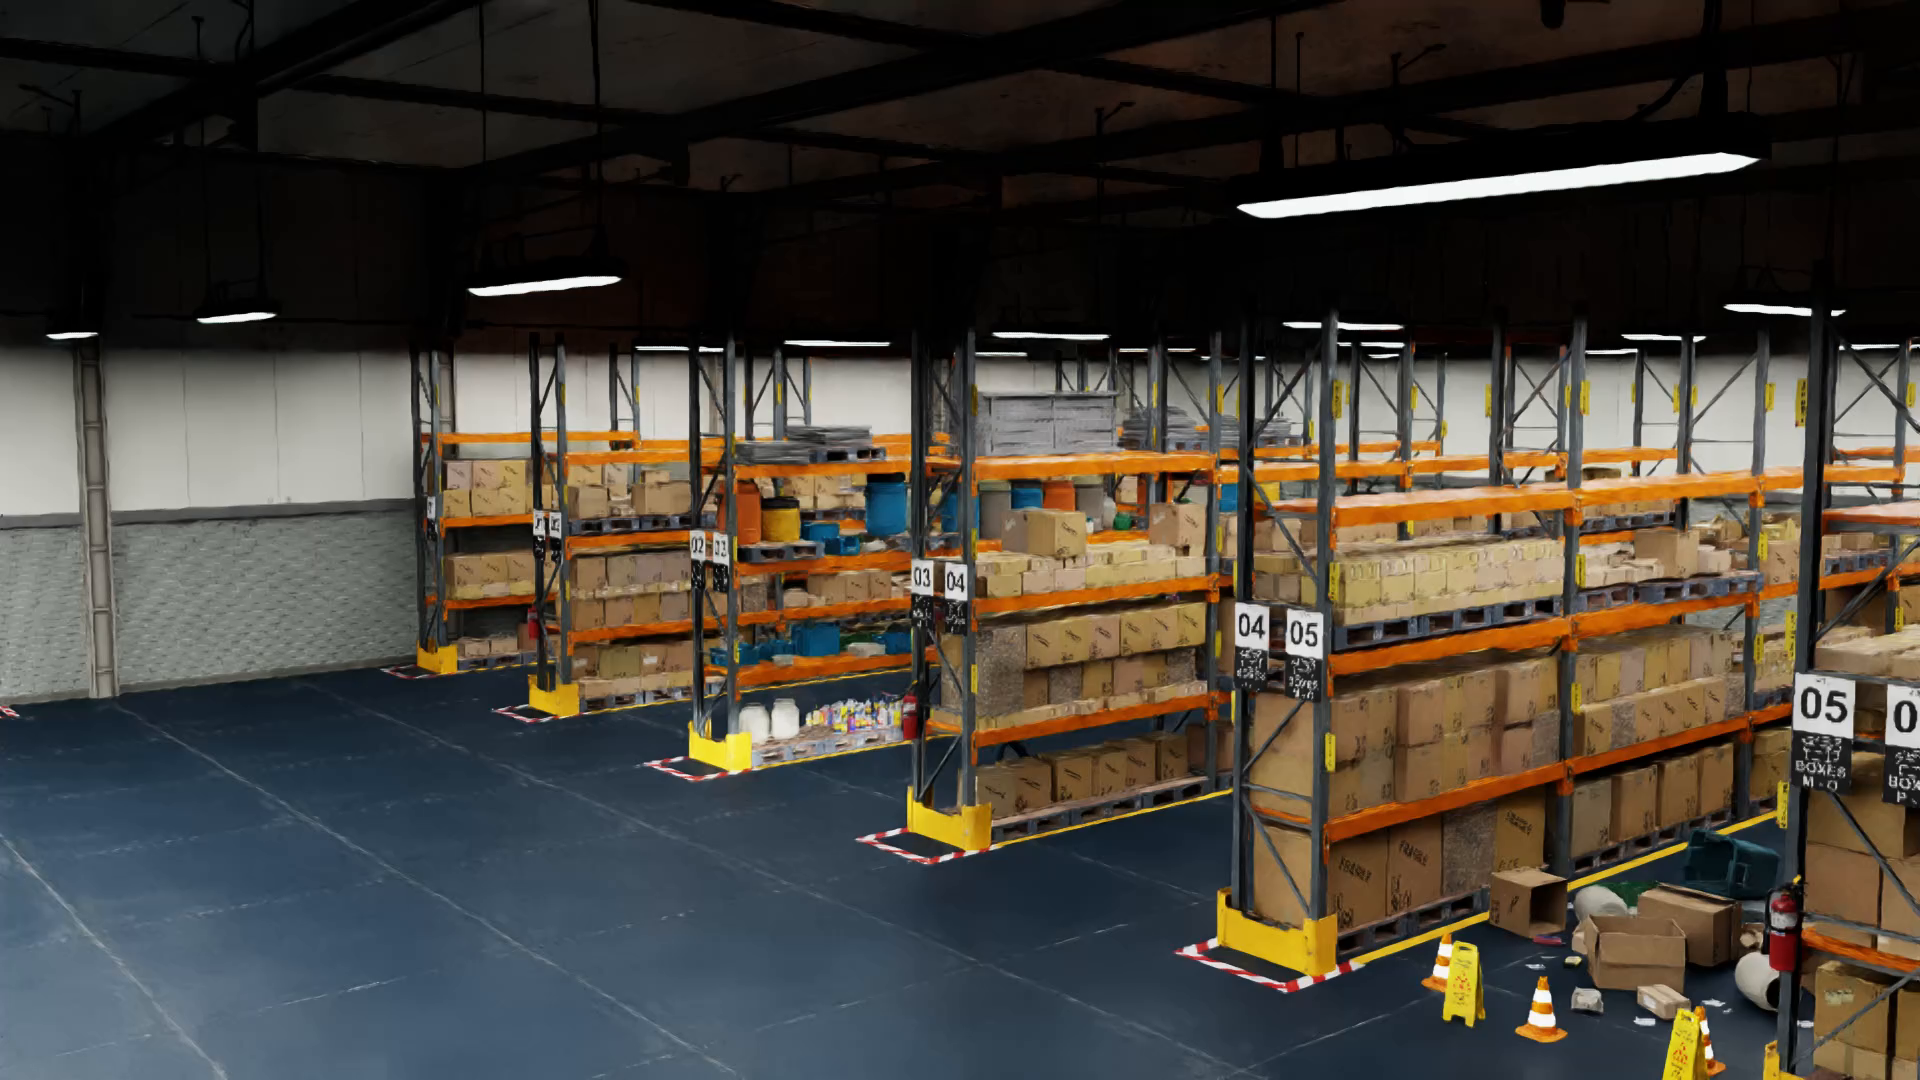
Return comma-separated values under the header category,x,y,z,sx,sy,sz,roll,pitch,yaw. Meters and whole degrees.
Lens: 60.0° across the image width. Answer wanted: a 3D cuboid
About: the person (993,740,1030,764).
category,x,y,z,sx,sy,sz,roll,pitch,yaw
person,0.585,2.382,21.775,1.037,1.517,0.417,-4,7,-37
